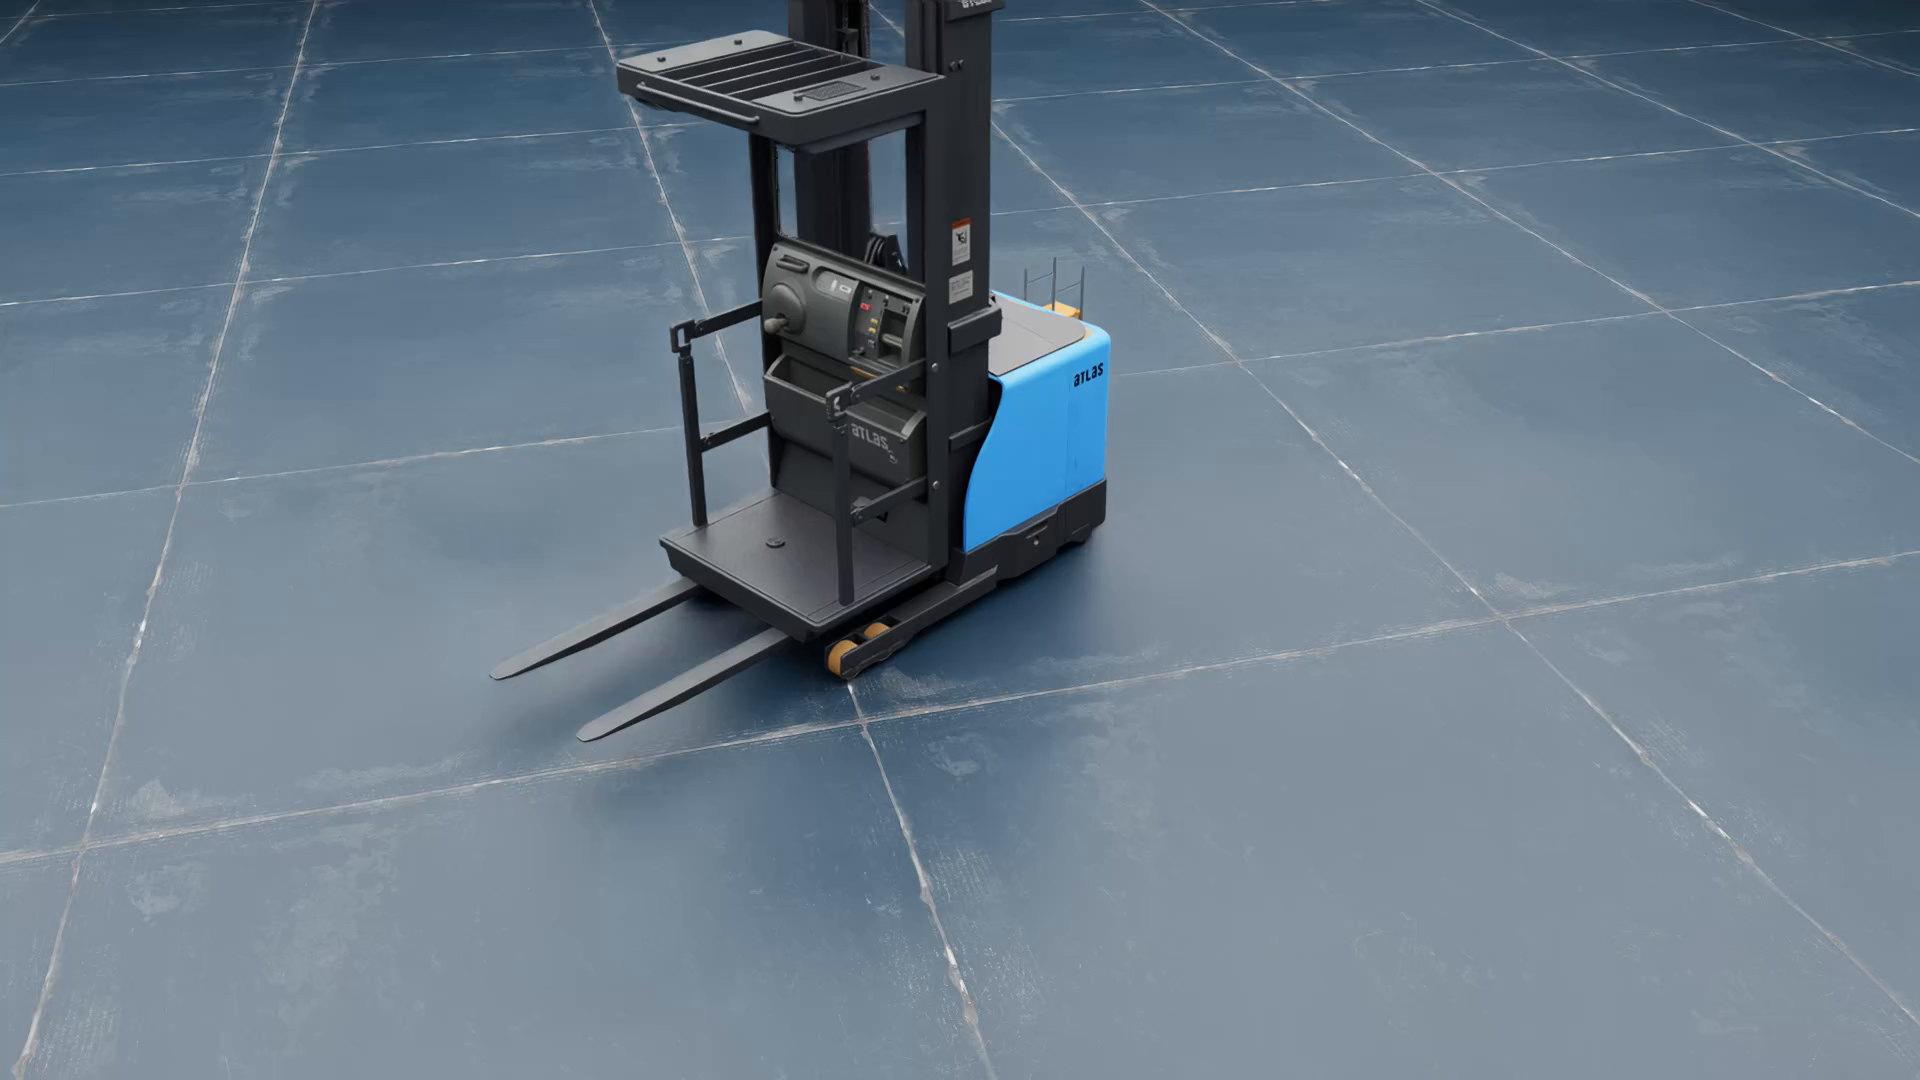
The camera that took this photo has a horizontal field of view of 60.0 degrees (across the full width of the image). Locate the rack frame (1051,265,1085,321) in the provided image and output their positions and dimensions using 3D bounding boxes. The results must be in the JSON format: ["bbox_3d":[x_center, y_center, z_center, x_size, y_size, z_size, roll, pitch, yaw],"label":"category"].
[{"bbox_3d":[0.531,-0.791,8.418,0.006,1.200,0.240,26,39,37],"label":"rack frame"}]

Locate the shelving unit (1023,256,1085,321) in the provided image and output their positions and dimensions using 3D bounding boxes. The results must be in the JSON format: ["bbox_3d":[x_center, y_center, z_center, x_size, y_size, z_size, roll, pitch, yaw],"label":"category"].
[{"bbox_3d":[0.465,-0.822,8.472,0.189,1.200,0.258,26,39,37],"label":"shelving unit"}]

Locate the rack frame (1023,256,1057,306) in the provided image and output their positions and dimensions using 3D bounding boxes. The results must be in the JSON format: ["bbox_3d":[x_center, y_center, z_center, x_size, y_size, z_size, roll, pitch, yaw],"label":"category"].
[{"bbox_3d":[0.399,-0.854,8.527,0.006,1.200,0.240,26,39,37],"label":"rack frame"}]

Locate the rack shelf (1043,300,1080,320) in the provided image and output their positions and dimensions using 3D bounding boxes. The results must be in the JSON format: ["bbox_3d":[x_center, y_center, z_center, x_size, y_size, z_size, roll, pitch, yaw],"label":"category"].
[{"bbox_3d":[0.465,-1.096,8.315,0.180,0.103,0.258,26,39,37],"label":"rack shelf"}]

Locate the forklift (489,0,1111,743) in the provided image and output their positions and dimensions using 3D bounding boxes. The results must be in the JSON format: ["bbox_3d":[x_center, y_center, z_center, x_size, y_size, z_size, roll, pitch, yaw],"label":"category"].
[{"bbox_3d":[-0.656,-0.955,6.975,1.130,2.935,3.031,26,39,37],"label":"forklift"}]
